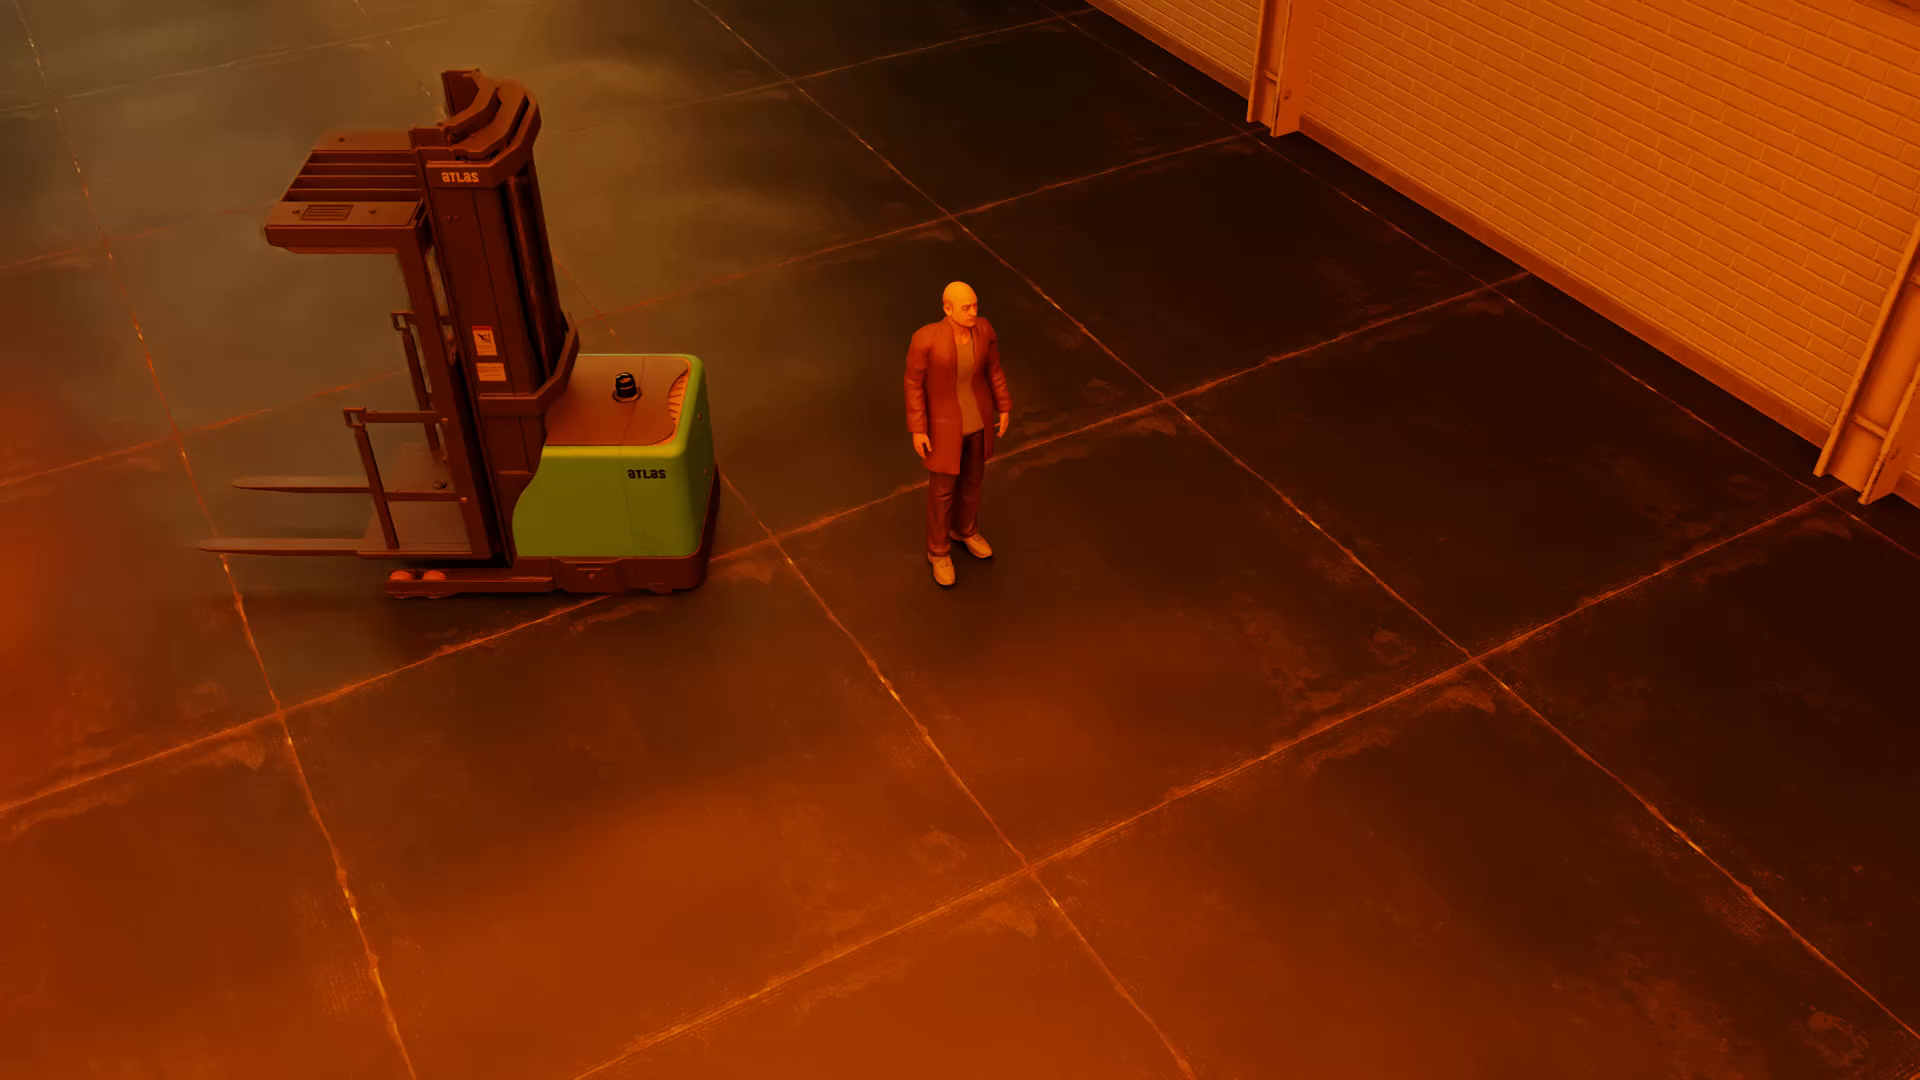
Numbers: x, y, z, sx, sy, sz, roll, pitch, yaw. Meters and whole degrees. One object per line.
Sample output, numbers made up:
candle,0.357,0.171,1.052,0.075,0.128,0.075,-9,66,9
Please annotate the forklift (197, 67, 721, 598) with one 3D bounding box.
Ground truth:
forklift,-3.041,-1.119,9.385,3.031,2.935,1.130,0,40,0

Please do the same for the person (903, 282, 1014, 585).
person,0.043,-0.638,9.697,0.698,1.778,0.579,-20,44,-23
